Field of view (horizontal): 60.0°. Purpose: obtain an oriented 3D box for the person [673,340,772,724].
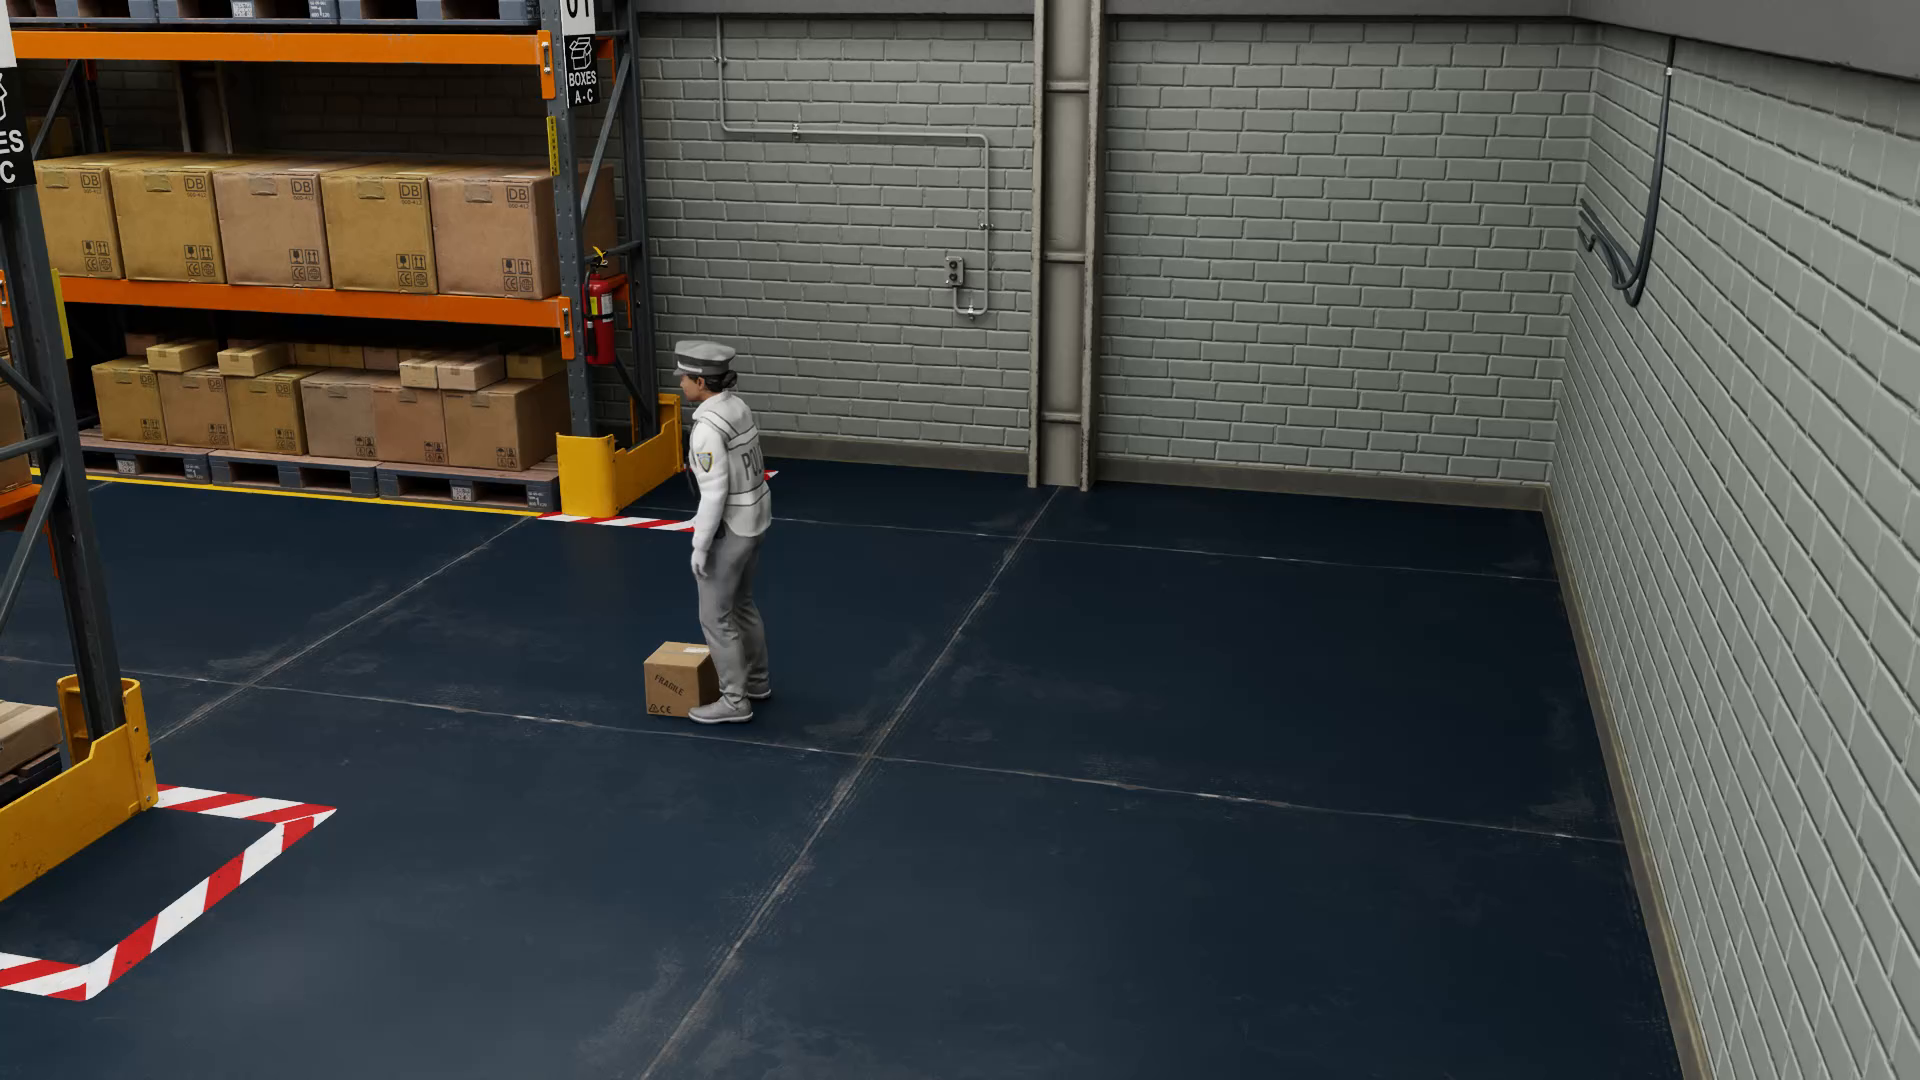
[{"bbox_3d":[-1.006,-0.029,7.136,0.370,1.666,0.545,4,19,11],"label":"person"}]
